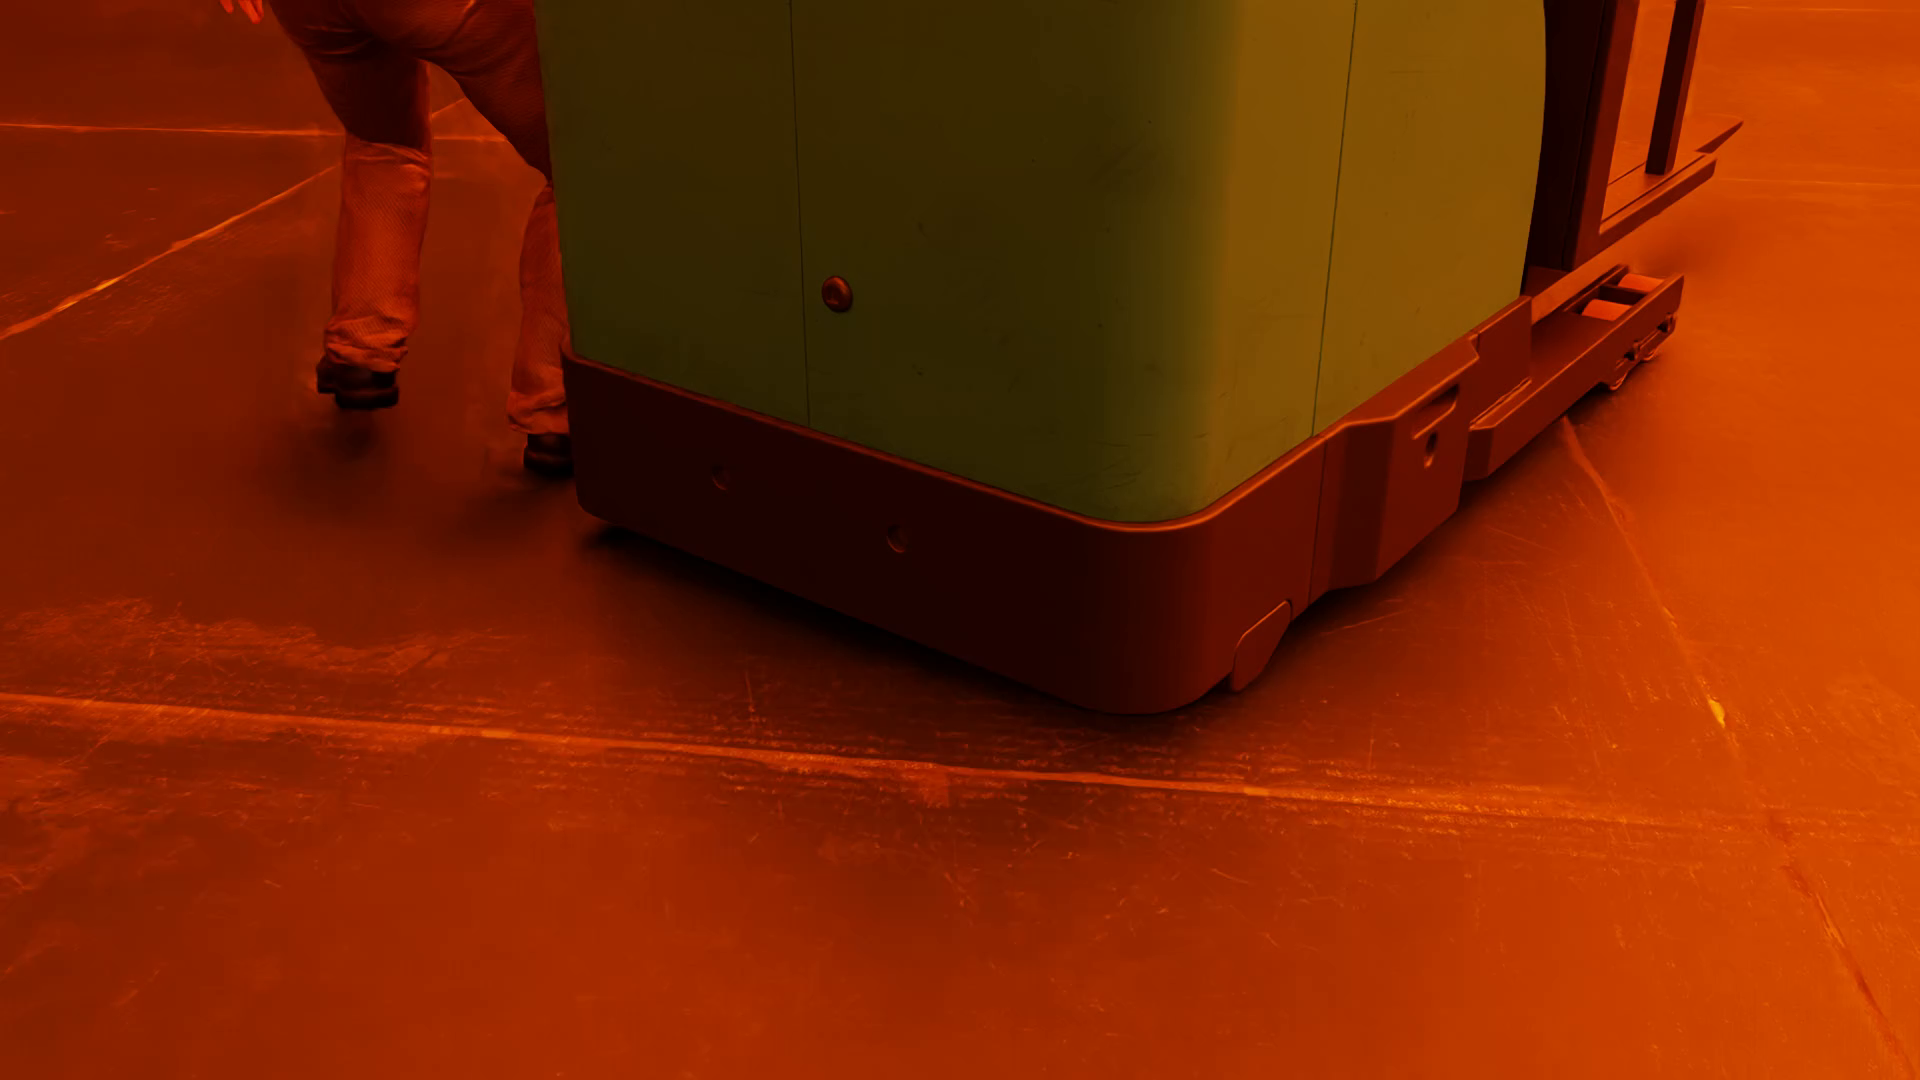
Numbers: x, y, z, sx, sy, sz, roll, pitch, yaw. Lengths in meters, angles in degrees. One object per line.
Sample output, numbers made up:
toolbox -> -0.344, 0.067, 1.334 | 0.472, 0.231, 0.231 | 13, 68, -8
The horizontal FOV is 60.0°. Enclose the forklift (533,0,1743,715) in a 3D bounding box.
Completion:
forklift -> 0.727, -1.703, 2.630 | 1.130, 2.935, 3.031 | 19, 32, 33

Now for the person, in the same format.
person -> -0.815, -0.911, 2.530 | 0.822, 1.678, 0.437 | 11, 29, 22
